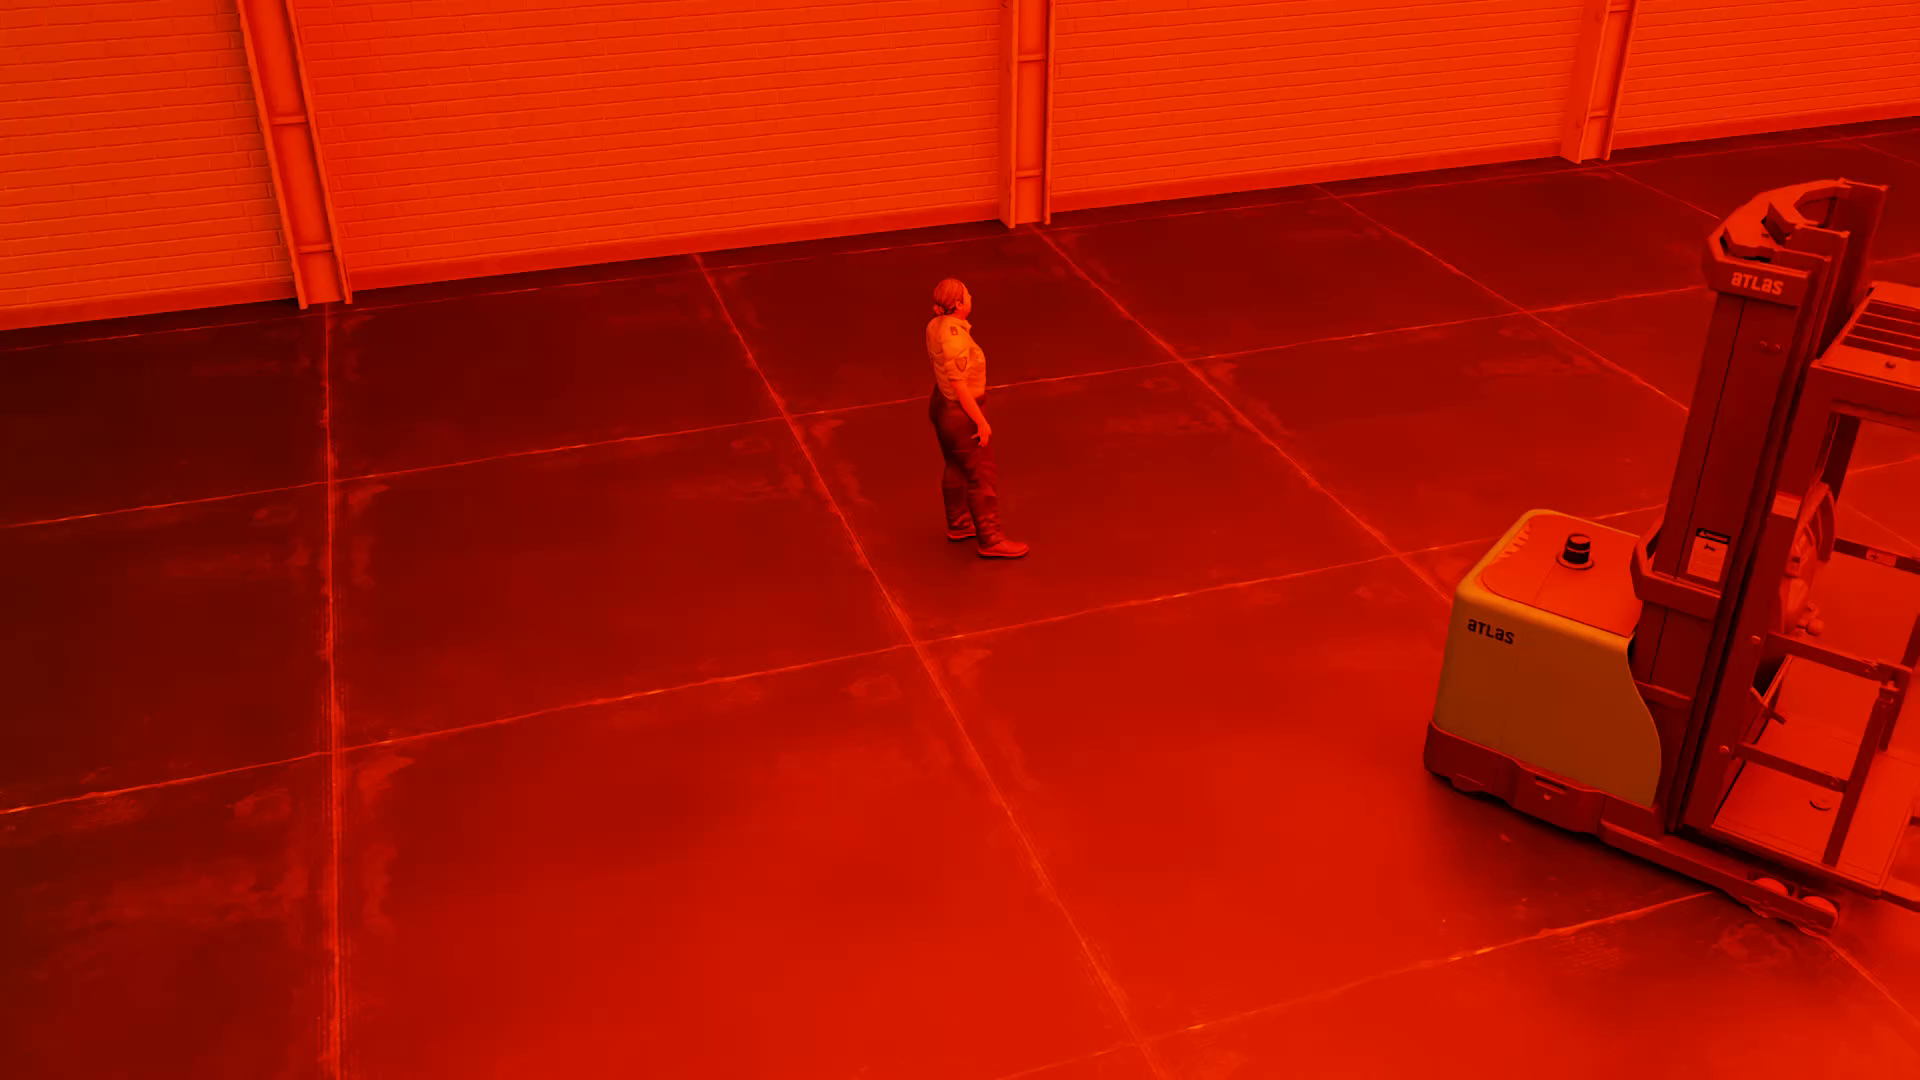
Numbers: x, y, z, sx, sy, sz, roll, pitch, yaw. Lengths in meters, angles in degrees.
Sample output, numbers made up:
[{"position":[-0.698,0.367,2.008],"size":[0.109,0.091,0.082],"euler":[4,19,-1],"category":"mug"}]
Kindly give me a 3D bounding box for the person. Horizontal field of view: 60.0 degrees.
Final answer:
[{"position":[0.092,-0.725,9.617],"size":[0.503,1.651,0.598],"euler":[-10,31,-16],"category":"person"}]

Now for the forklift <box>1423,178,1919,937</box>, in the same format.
[{"position":[3.719,0.117,6.883],"size":[3.031,2.935,1.130],"euler":[20,36,31],"category":"forklift"}]
